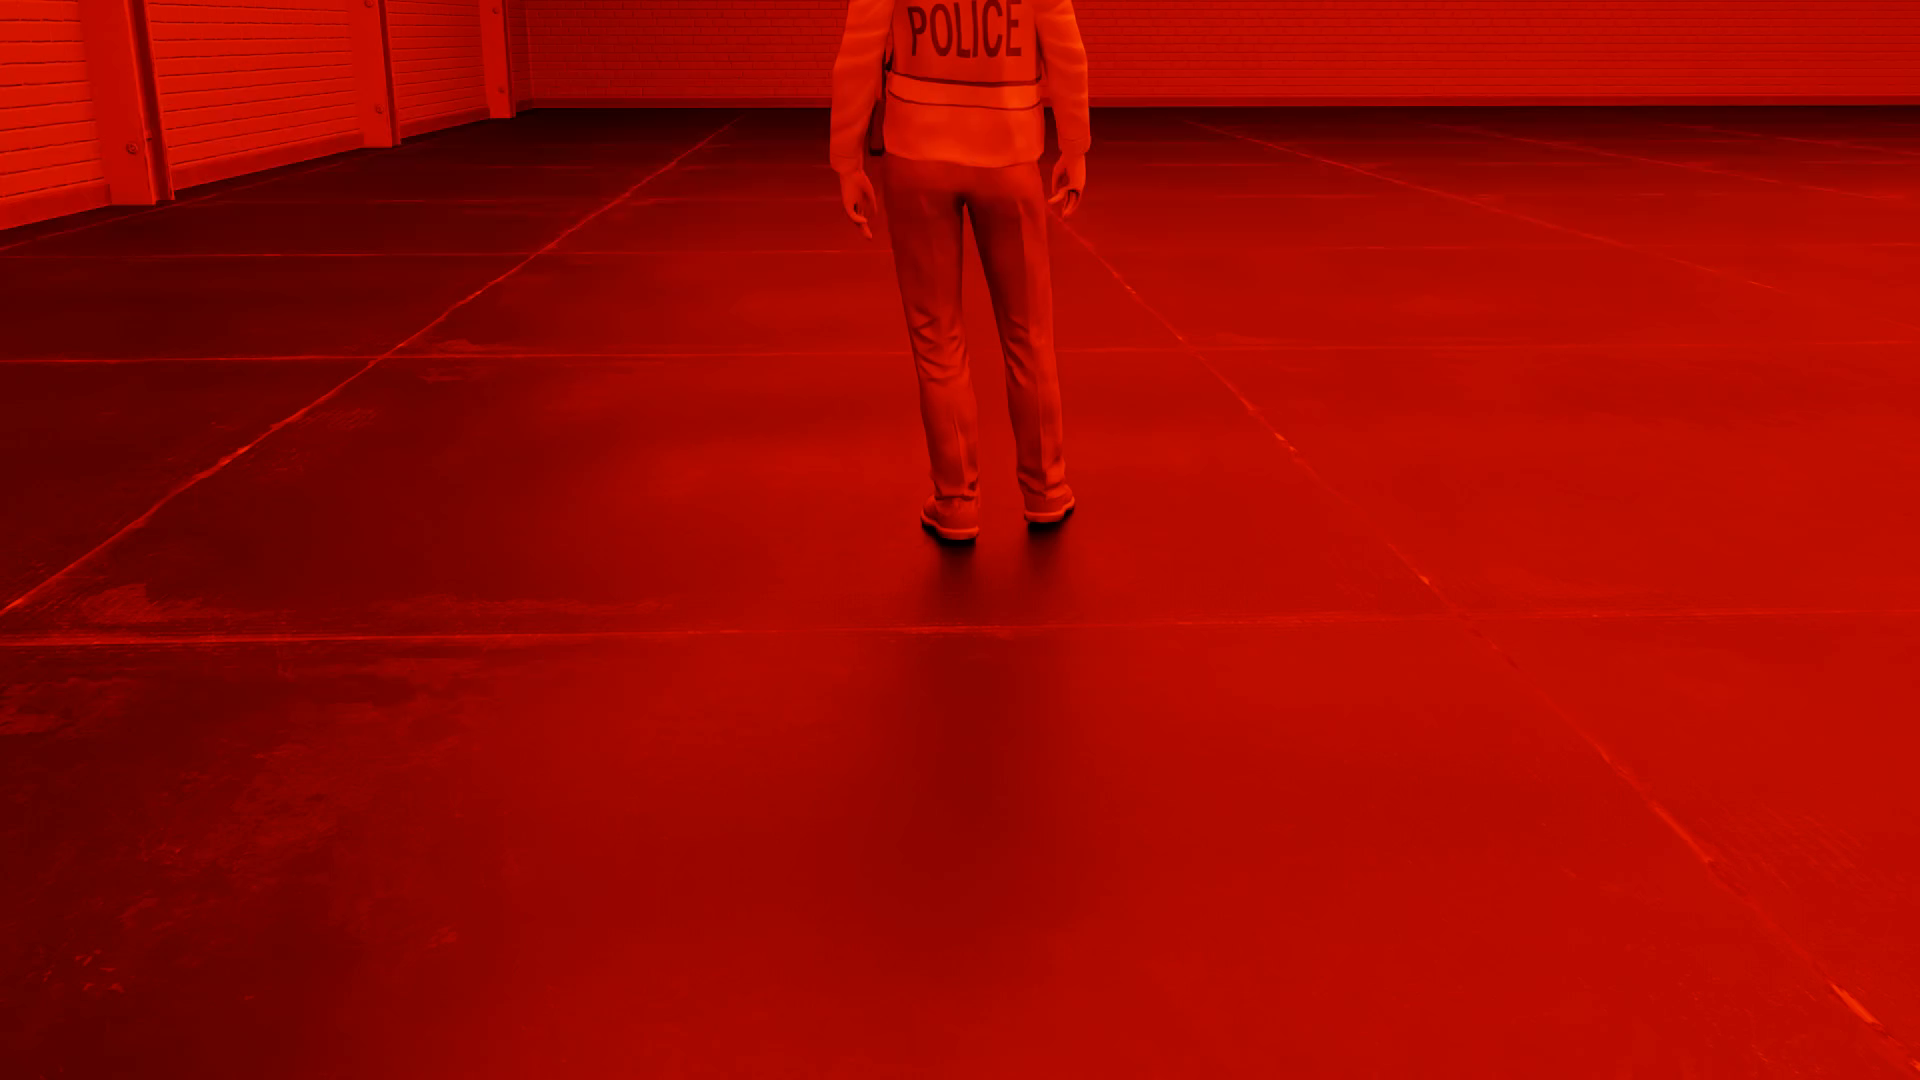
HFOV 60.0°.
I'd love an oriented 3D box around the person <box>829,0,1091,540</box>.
[{"bbox_3d":[0.003,-0.837,3.734,0.587,1.695,0.531,-1,17,-3],"label":"person"}]
